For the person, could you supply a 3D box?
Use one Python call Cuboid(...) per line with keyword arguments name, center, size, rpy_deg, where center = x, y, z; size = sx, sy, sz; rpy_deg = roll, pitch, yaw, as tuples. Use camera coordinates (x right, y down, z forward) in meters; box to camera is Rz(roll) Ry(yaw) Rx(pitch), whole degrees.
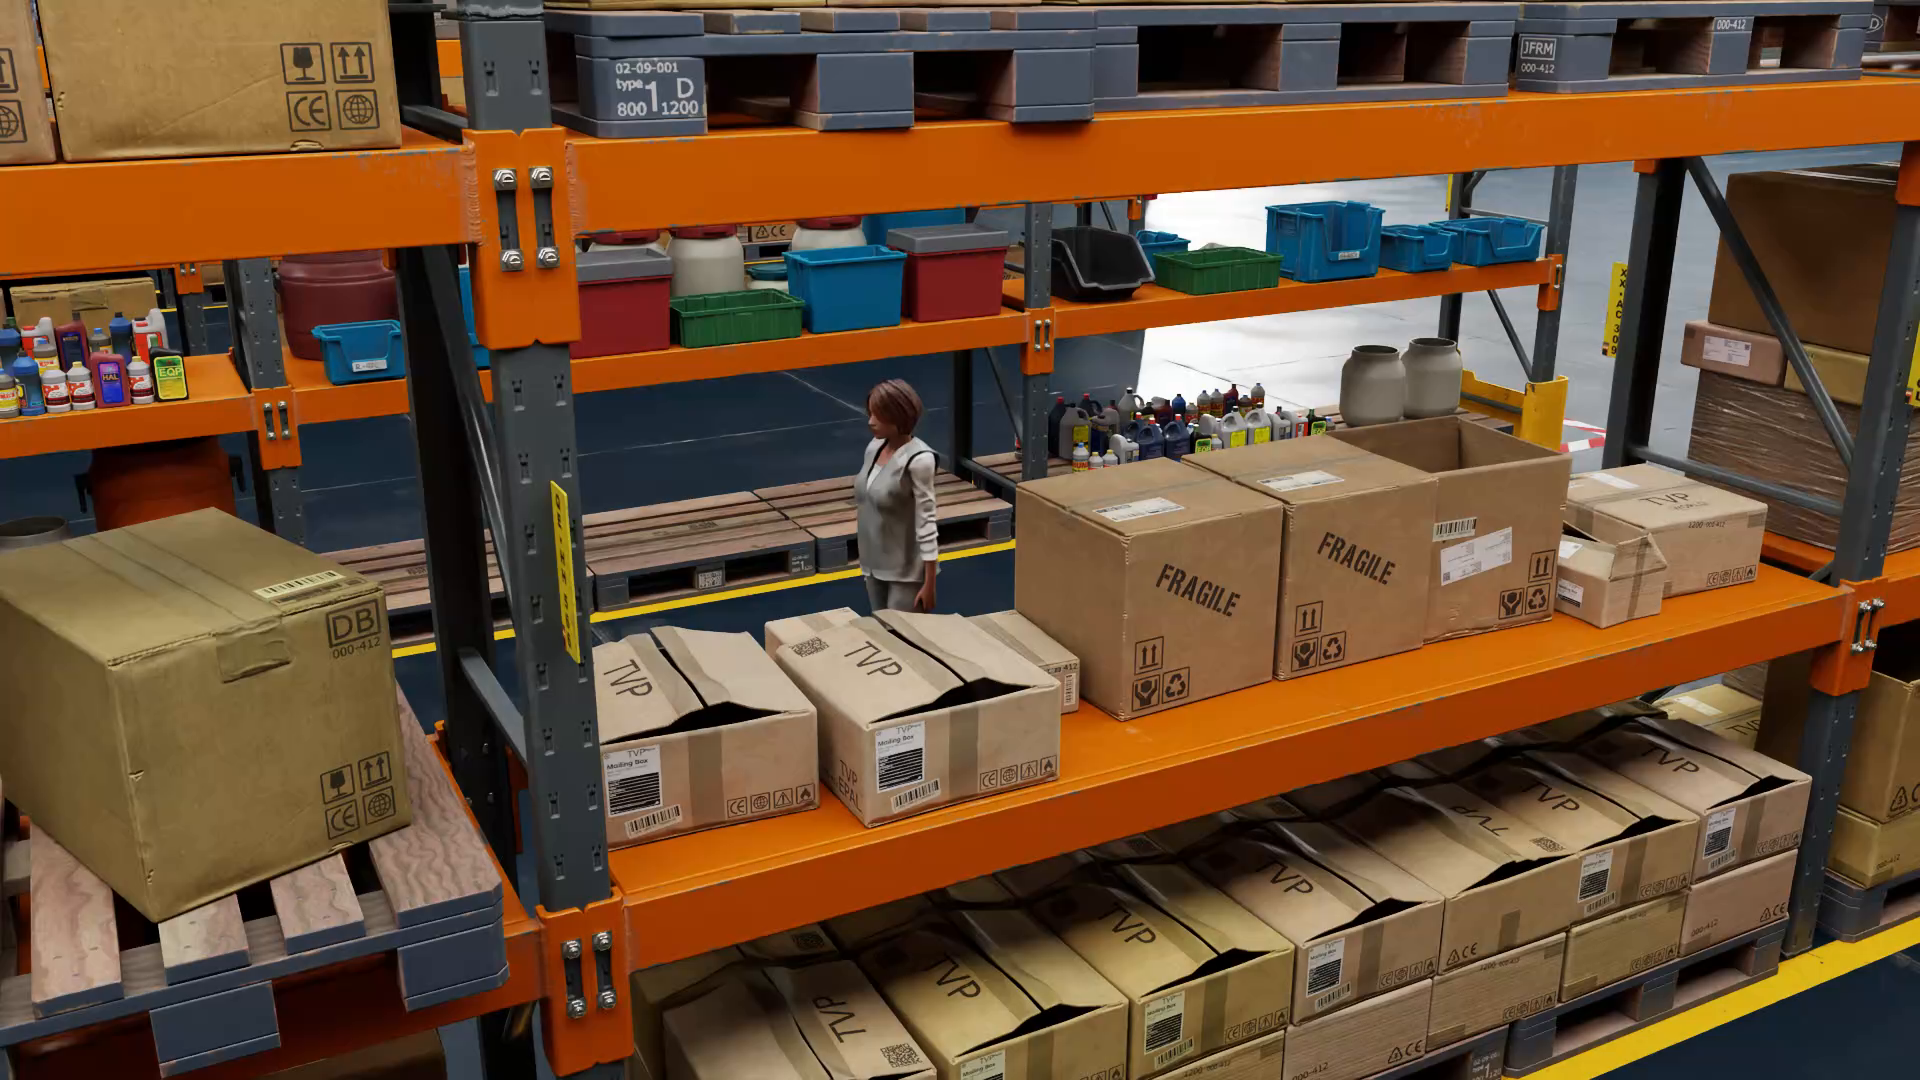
Cuboid(name="person", center=(-0.292, 0.150, 6.623), size=(0.538, 1.597, 0.431), rpy_deg=(-13, 23, -33))
